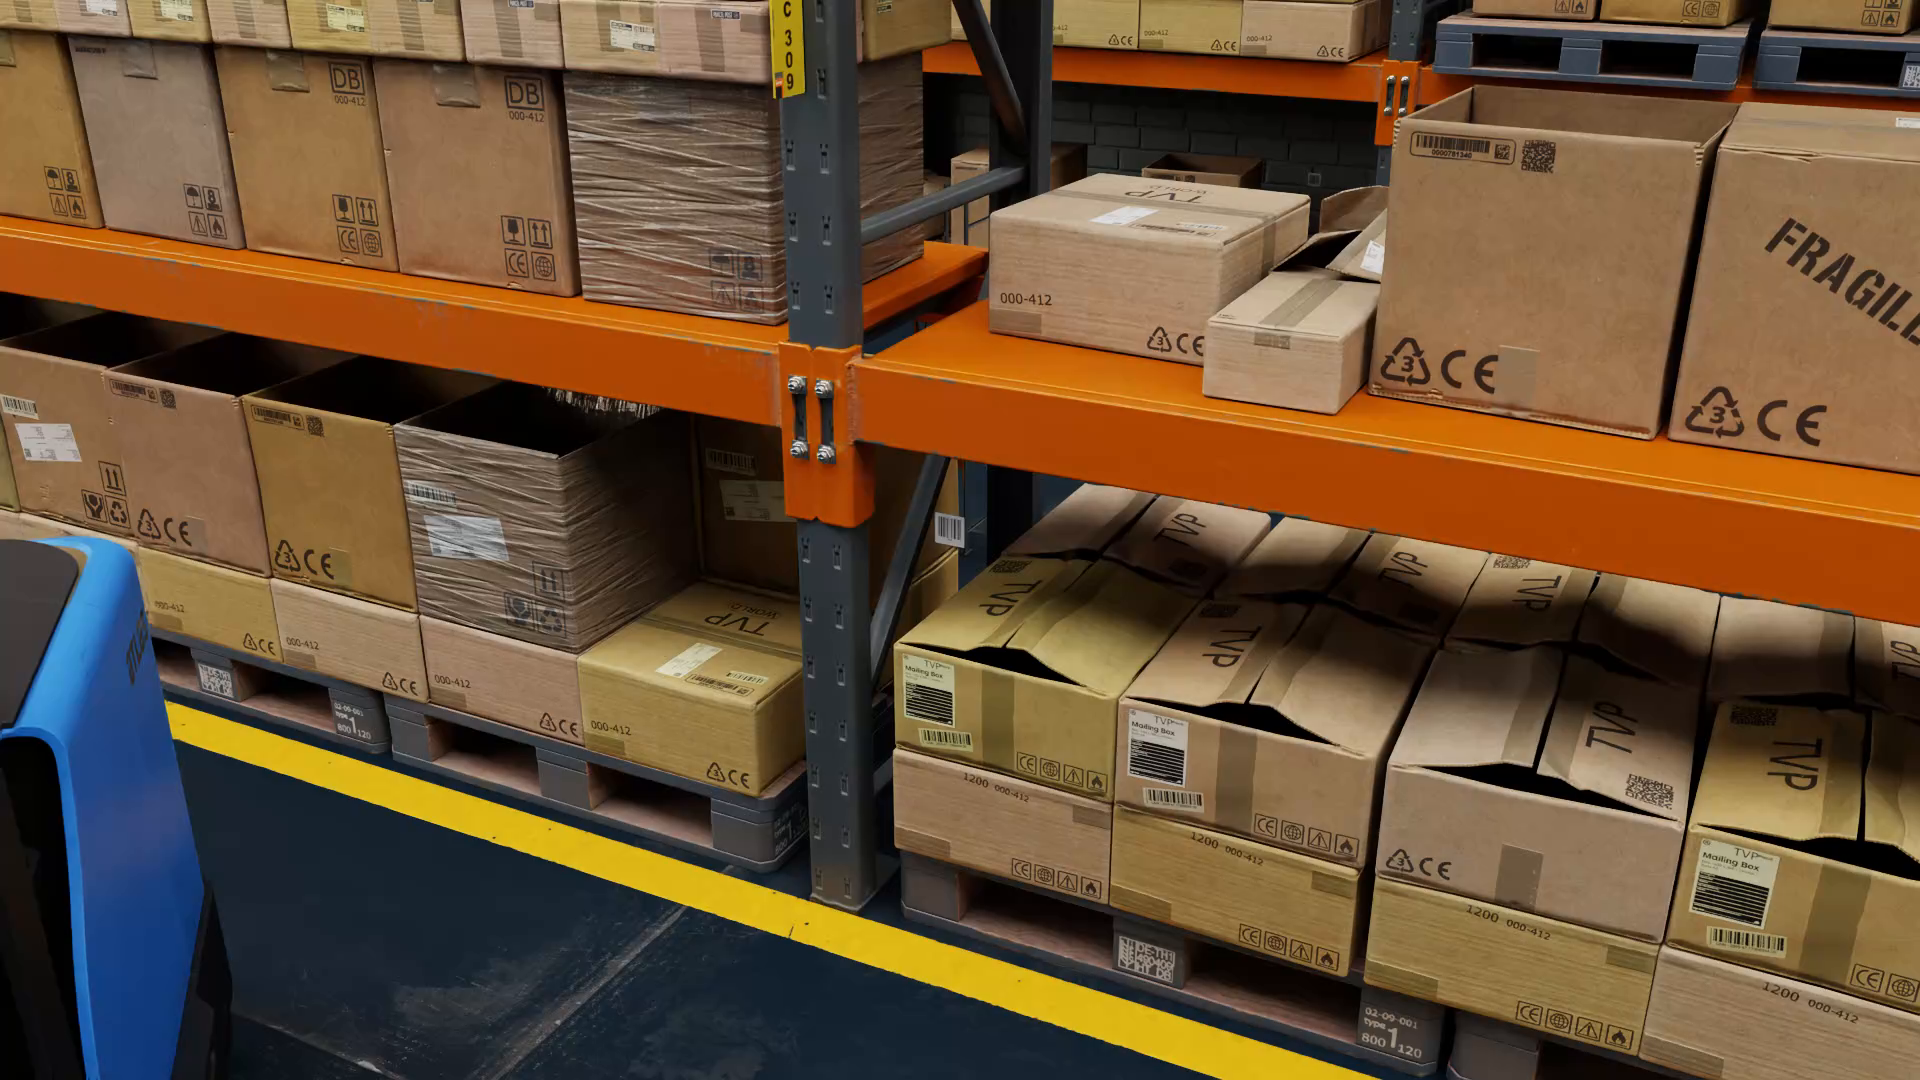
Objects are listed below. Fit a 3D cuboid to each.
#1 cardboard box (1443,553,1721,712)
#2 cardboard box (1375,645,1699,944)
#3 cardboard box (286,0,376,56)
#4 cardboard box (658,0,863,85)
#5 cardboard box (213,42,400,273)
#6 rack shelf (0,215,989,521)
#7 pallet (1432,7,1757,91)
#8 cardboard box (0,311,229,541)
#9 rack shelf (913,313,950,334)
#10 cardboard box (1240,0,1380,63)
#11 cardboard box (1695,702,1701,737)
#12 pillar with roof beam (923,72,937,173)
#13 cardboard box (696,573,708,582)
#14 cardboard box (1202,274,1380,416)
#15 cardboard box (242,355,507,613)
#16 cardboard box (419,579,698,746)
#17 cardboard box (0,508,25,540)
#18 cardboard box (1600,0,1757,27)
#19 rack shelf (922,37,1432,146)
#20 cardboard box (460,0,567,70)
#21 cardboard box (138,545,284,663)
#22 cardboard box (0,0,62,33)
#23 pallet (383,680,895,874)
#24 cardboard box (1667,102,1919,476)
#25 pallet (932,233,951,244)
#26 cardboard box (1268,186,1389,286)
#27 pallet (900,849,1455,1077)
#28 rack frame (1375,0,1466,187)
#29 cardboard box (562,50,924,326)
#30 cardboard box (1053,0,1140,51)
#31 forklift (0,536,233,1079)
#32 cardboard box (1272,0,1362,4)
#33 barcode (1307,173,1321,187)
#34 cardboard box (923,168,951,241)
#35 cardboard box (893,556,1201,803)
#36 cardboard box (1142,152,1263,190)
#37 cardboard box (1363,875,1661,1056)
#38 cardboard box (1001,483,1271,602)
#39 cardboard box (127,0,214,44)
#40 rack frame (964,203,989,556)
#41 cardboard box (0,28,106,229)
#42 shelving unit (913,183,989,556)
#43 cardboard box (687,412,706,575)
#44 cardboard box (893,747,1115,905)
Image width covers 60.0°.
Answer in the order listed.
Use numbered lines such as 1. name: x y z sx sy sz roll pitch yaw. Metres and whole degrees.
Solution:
1. cardboard box: 1.341 0.247 3.596 0.500 0.311 0.500 11 25 24
2. cardboard box: 1.102 0.438 3.147 0.500 0.311 0.500 10 25 23
3. cardboard box: -1.308 -1.215 3.817 0.250 0.149 0.380 11 25 24
4. cardboard box: -0.400 -1.035 3.393 0.250 0.149 0.380 11 25 24
5. cardboard box: -1.379 -1.020 4.188 0.500 0.500 0.700 12 26 25
6. rack shelf: -1.846 -0.739 4.574 4.000 0.370 1.077 11 25 25
7. pallet: 2.787 -2.174 7.273 1.213 0.211 1.003 11 25 25
8. cardboard box: -2.353 -0.352 4.764 0.500 0.500 0.500 11 25 25
9. rack shelf: -0.013 -0.735 5.445 0.180 0.103 0.258 11 25 25
10. cardboard box: 1.611 -2.366 7.646 0.500 0.250 0.500 11 26 25
11. cardboard box: 1.347 0.507 3.701 0.500 0.250 0.500 12 26 26
12. pillar with roof beam: -2.326 -4.590 5.044 0.400 9.000 9.100 11 25 25
13. cardboard box: -0.782 0.077 4.712 0.500 0.250 0.500 11 25 25
14. cardboard box: 0.638 -0.373 3.116 0.250 0.149 0.380 11 25 25
15. cardboard box: -1.462 -0.175 4.347 0.500 0.500 0.500 11 25 25
16. cardboard box: -1.015 0.258 4.288 0.500 0.250 0.500 11 25 25
17. cardboard box: -2.805 -0.092 5.110 0.500 0.250 0.500 11 25 25
18. cardboard box: 3.105 -2.493 7.090 0.500 0.500 0.700 14 27 30
19. rack shelf: 0.386 -2.470 8.644 4.000 0.370 1.077 11 25 25
20. cardboard box: -0.855 -1.124 3.604 0.250 0.149 0.380 10 25 23
21. cardboard box: -1.915 0.087 4.690 0.500 0.250 0.500 11 25 25
22. cardboard box: -2.227 -1.397 4.244 0.250 0.149 0.380 11 25 24
23. pallet: -0.752 0.411 4.513 1.213 0.211 1.003 11 25 25
24. cardboard box: 1.534 -0.440 2.824 0.500 0.500 0.500 11 25 25
25. pallet: 0.463 -1.486 8.974 1.213 0.211 1.003 11 25 25
26. cardboard box: 0.807 -0.564 3.415 0.258 0.266 0.396 11 25 23
27. pallet: 0.614 0.683 3.875 1.213 0.211 1.003 11 25 25
28. rack frame: 2.171 -2.448 7.673 0.127 3.000 1.000 11 25 25
29. cardboard box: -0.460 -0.839 3.762 0.500 0.500 0.700 10 25 23
30. cardboard box: 0.715 -2.540 8.056 0.500 0.250 0.500 11 25 24
31. forklift: -1.571 0.225 1.476 1.130 2.935 3.031 -7 24 -16
32. cardboard box: 1.609 -2.708 7.494 0.500 0.500 0.500 11 25 24
33. barcode: 1.797 -1.826 8.434 0.075 0.075 0.001 11 25 25
34. cardboard box: -0.313 -1.865 9.176 0.500 0.311 0.500 14 27 29
35. cardboard box: 0.195 0.257 3.573 0.500 0.311 0.500 11 26 25
36. cardboard box: 1.227 -1.669 8.474 0.500 0.500 0.500 9 25 21
37. cardboard box: 1.106 0.694 3.262 0.500 0.250 0.500 10 25 23
38. cardboard box: 0.430 0.069 4.016 0.500 0.311 0.500 11 25 25
39. cardboard box: -1.771 -1.305 4.030 0.250 0.149 0.380 12 26 26
40. rack frame: 0.069 -0.539 5.483 0.006 1.200 0.240 11 25 25
41. cardboard box: -2.308 -1.202 4.615 0.500 0.500 0.700 11 26 25
42. shelving unit: -0.013 -0.555 5.521 0.189 1.200 0.258 11 25 25
43. cardboard box: -0.783 -0.267 4.563 0.500 0.500 0.500 11 25 25
44. cardboard box: 0.187 0.513 3.688 0.500 0.250 0.500 11 25 23
